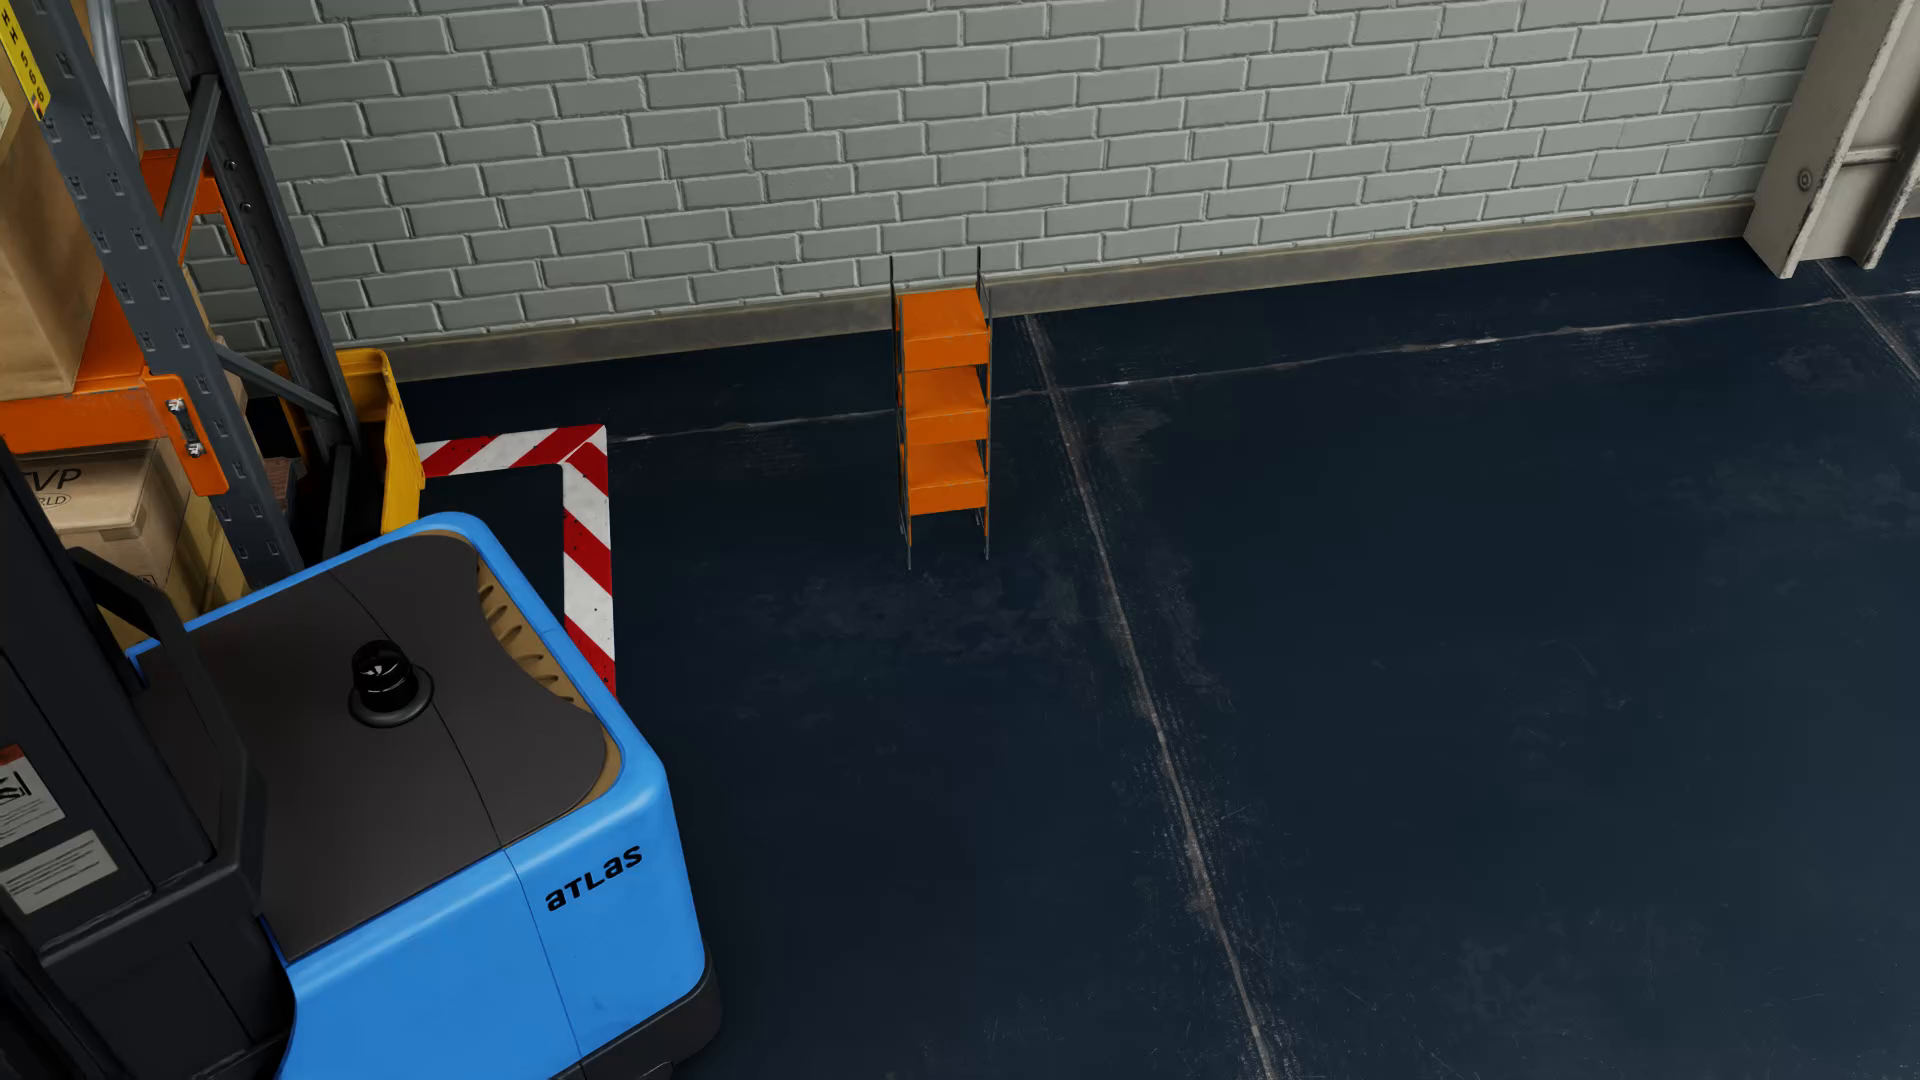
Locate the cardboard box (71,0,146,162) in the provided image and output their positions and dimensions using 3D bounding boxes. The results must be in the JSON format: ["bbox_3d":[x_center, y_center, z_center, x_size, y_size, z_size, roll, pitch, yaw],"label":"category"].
[{"bbox_3d":[-2.393,-1.026,4.086,0.500,0.500,0.500,-6,46,-5],"label":"cardboard box"}]

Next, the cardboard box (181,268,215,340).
[{"bbox_3d":[-2.363,-0.469,4.542,0.500,0.250,0.500,-8,47,-7],"label":"cardboard box"}]

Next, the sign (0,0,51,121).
[{"bbox_3d":[-1.779,-0.952,3.116,0.005,0.325,0.100,-7,46,-7],"label":"sign"}]

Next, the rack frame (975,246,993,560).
[{"bbox_3d":[0.067,-0.373,4.880,0.008,1.050,0.200,-7,46,-7],"label":"rack frame"}]

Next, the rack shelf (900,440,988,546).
[{"bbox_3d":[-0.053,-0.158,5.073,0.240,0.259,0.215,-7,46,-7],"label":"rack shelf"}]

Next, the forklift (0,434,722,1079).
[{"bbox_3d":[-2.069,0.541,2.694,3.031,2.935,1.130,-28,52,-24],"label":"forklift"}]

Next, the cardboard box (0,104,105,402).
[{"bbox_3d":[-2.298,-0.643,3.717,0.500,0.500,0.500,-8,47,-8],"label":"cardboard box"}]

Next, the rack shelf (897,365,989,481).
[{"bbox_3d":[-0.053,-0.350,4.873,0.240,0.259,0.215,-7,46,-7],"label":"rack shelf"}]

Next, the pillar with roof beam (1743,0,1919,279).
[{"bbox_3d":[3.949,-1.173,0.131,0.400,9.000,9.100,-7,46,-7],"label":"pillar with roof beam"}]

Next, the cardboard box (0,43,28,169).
[{"bbox_3d":[-2.151,-0.874,3.489,0.250,0.149,0.380,-6,46,-6],"label":"cardboard box"}]

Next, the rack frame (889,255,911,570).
[{"bbox_3d":[-0.173,-0.343,4.851,0.008,1.050,0.200,-7,46,-7],"label":"rack frame"}]

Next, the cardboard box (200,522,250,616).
[{"bbox_3d":[-2.267,0.235,4.558,0.500,0.250,0.500,-7,46,-7],"label":"cardboard box"}]

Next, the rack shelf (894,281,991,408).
[{"bbox_3d":[-0.053,-0.547,4.669,0.240,0.259,0.215,-7,46,-7],"label":"rack shelf"}]

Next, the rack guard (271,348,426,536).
[{"bbox_3d":[-1.834,0.009,4.894,0.348,0.500,1.175,-7,46,-7],"label":"rack guard"}]

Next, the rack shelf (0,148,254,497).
[{"bbox_3d":[-3.828,-0.360,4.013,4.000,0.370,1.077,-7,46,-7],"label":"rack shelf"}]

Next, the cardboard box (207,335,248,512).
[{"bbox_3d":[-2.356,-0.310,4.736,0.500,0.250,0.500,-6,46,-6],"label":"cardboard box"}]

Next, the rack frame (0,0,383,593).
[{"bbox_3d":[-1.858,-0.855,3.991,0.127,3.000,1.000,-7,46,-7],"label":"rack frame"}]

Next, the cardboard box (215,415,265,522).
[{"bbox_3d":[-2.375,-0.125,4.906,0.500,0.250,0.500,-7,46,-7],"label":"cardboard box"}]

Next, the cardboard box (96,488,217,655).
[{"bbox_3d":[-2.284,0.061,4.379,0.500,0.250,0.500,-8,47,-7],"label":"cardboard box"}]

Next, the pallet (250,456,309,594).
[{"bbox_3d":[-2.604,0.236,4.876,1.213,0.211,1.003,-7,46,-7],"label":"pallet"}]

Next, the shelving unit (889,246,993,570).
[{"bbox_3d":[-0.053,-0.358,4.866,0.252,1.050,0.215,-7,46,-7],"label":"shelving unit"}]

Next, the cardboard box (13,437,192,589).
[{"bbox_3d":[-2.258,-0.116,4.202,0.500,0.250,0.500,-6,46,-5],"label":"cardboard box"}]
